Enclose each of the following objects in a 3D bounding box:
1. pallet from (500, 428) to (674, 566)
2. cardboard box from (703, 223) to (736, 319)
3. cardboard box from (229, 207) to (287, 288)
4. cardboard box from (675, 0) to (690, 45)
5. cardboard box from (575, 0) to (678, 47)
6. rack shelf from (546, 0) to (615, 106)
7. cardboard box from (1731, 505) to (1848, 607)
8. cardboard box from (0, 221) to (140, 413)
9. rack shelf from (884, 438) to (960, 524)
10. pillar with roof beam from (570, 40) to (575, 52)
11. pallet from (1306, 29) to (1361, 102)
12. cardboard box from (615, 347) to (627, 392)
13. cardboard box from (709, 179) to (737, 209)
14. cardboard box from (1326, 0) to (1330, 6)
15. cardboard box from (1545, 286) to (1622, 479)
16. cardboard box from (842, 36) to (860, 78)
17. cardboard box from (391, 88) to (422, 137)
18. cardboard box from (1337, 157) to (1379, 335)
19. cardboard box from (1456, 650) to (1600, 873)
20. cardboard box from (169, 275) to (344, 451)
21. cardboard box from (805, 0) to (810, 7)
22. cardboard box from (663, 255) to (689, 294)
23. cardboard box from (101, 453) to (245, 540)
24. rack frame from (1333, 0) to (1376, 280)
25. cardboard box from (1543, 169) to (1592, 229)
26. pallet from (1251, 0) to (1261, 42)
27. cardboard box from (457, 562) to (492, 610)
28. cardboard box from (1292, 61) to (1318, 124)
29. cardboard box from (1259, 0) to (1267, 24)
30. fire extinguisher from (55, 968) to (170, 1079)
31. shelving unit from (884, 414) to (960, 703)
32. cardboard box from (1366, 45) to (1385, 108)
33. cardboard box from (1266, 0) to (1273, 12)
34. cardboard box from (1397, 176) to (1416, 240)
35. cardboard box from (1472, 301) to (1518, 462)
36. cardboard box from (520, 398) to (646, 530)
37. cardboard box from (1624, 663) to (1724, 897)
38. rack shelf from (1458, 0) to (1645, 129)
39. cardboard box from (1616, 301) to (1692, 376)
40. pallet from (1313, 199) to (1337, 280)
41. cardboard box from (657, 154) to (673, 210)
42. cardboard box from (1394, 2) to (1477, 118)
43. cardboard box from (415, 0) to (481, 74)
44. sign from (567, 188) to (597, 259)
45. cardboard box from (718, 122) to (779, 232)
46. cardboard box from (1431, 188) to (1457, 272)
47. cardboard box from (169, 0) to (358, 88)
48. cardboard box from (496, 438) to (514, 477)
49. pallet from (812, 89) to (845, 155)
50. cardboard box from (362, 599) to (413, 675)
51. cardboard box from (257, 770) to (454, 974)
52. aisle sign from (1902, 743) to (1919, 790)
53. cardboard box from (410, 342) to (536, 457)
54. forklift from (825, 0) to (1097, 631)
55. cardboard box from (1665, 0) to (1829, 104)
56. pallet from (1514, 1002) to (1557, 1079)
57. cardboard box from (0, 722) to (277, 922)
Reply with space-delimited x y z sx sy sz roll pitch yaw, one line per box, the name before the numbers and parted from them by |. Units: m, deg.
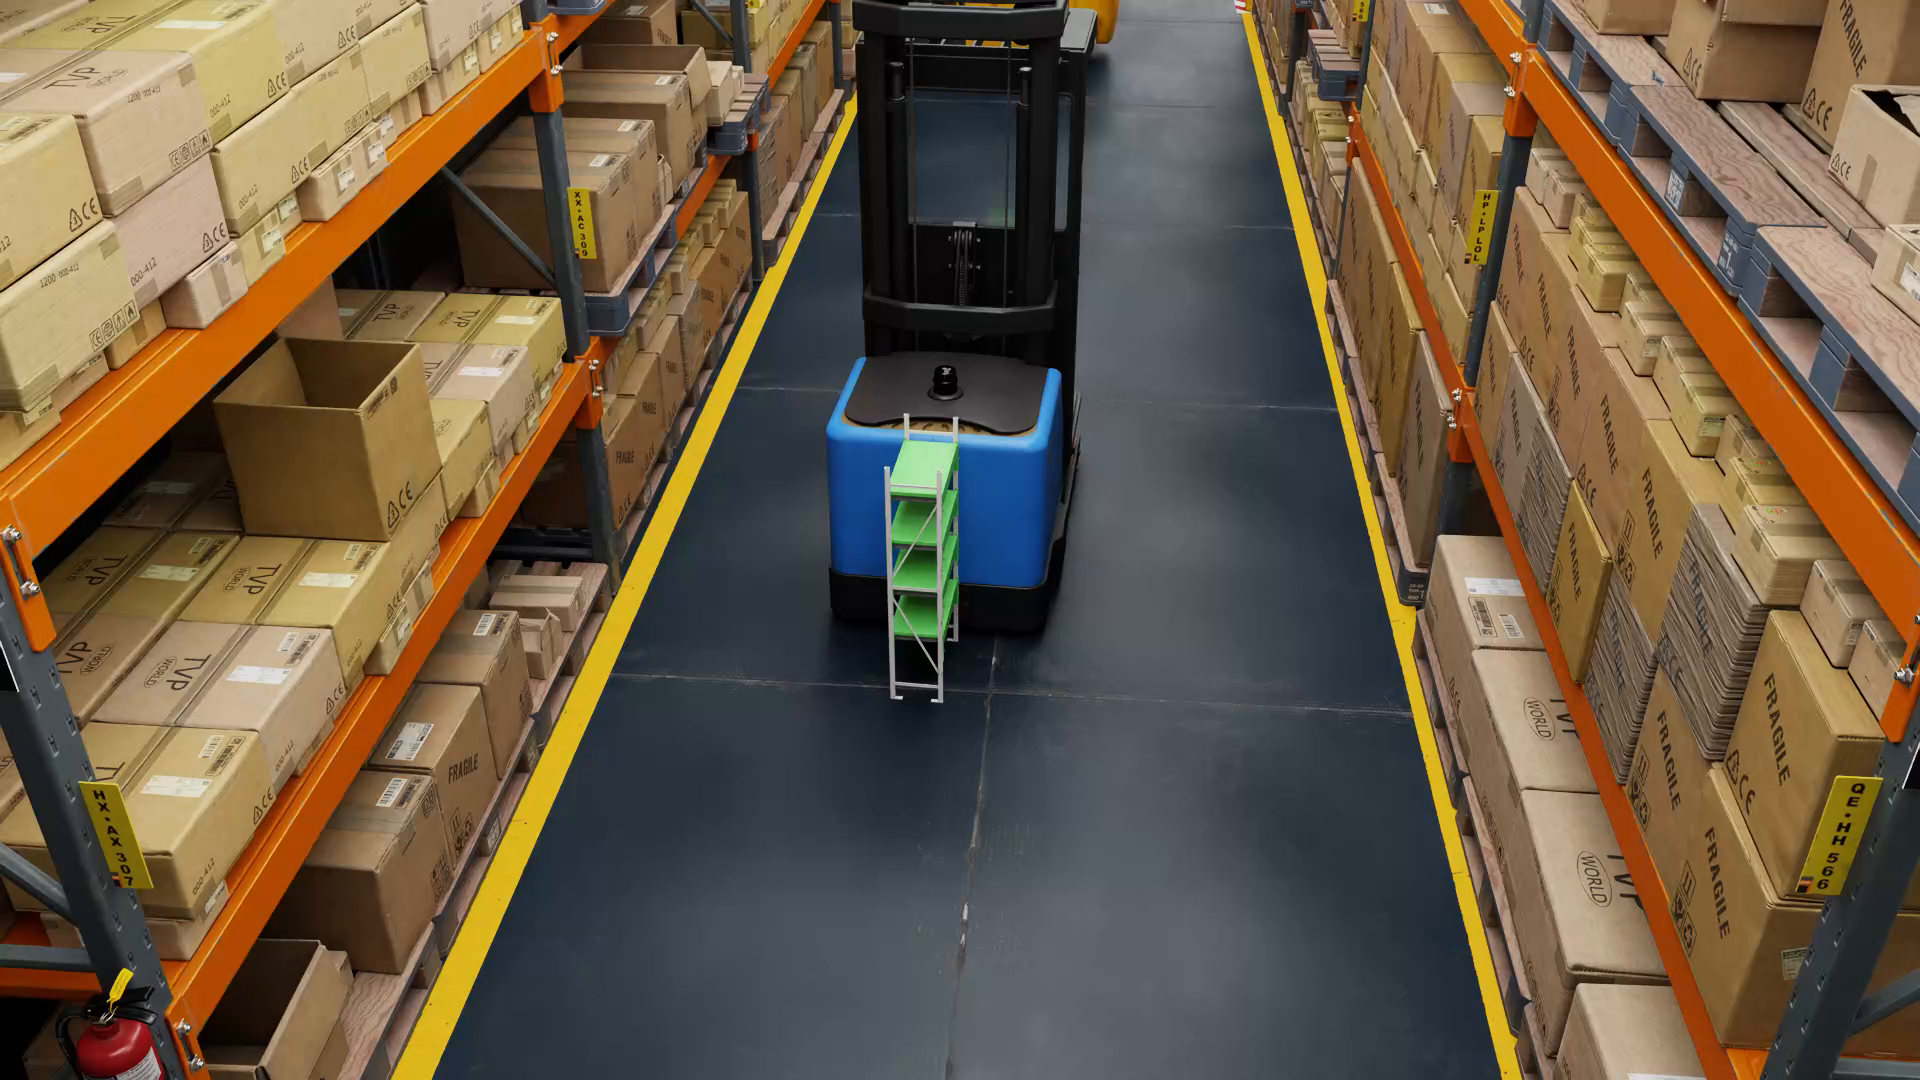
pallet | -2.182 -0.285 9.012 1.003 0.211 1.213 2 32 4
cardboard box | -1.757 -1.760 10.730 0.500 0.500 0.500 2 32 3
cardboard box | -2.109 -0.816 4.595 0.380 0.149 0.250 2 32 4
cardboard box | -2.126 -3.533 11.290 0.500 0.250 0.500 3 32 5
cardboard box | -2.083 -3.096 10.419 0.500 0.500 0.500 4 32 6
rack shelf | -2.048 -3.062 8.686 1.077 0.370 4.000 2 32 4
cardboard box | 2.174 0.043 4.154 0.380 0.149 0.250 2 32 4
cardboard box | -2.228 -0.514 3.726 0.500 0.250 0.500 2 32 3
rack shelf | -0.162 -0.264 7.241 0.258 0.148 0.480 4 32 7
pillar with roof beam | 1.613 -6.228 10.278 9.100 9.000 0.400 2 32 4
pallet | 3.014 -3.223 11.303 1.213 0.211 1.003 2 32 4
cardboard box | -1.961 -0.895 8.708 0.380 0.149 0.250 1 32 1
cardboard box | -1.673 -2.259 10.921 0.380 0.149 0.250 1 32 2
cardboard box | 2.902 -3.994 12.211 0.380 0.149 0.250 1 32 2
cardboard box | 2.356 -0.534 5.709 0.500 0.500 0.500 3 32 5
cardboard box | -1.190 -4.476 15.374 0.500 0.250 0.500 3 32 4
cardboard box | -2.075 -1.480 5.673 0.380 0.149 0.250 3 32 6
cardboard box | 2.923 -1.844 10.508 0.875 0.875 0.875 2 32 4
cardboard box | 2.506 0.868 6.524 0.875 0.438 0.875 2 32 3
cardboard box | -2.597 -0.660 6.107 0.500 0.500 0.500 2 32 3
cardboard box | -1.446 -4.369 13.123 0.500 0.250 0.500 3 32 4
cardboard box | -1.809 -1.567 9.797 0.380 0.149 0.250 1 32 2
cardboard box | -2.633 -0.070 5.865 0.500 0.250 0.500 2 32 4
rack frame | 3.062 -2.927 10.641 1.000 3.000 0.127 2 32 4
cardboard box | 2.447 -1.291 6.320 0.380 0.149 0.250 3 32 5
pallet | 3.606 -5.460 17.409 1.003 0.211 1.213 2 32 4
cardboard box | -2.500 0.256 7.639 0.500 0.311 0.500 4 32 6
cardboard box | 3.348 -3.805 14.169 0.950 0.372 0.625 3 32 5
cardboard box | 3.323 -5.442 16.942 0.500 0.250 0.500 4 32 6
fire extinguisher | -2.088 1.334 4.155 0.296 0.674 0.183 2 32 4
shelving unit | -0.162 0.090 7.460 0.258 1.200 0.503 4 32 7
cardboard box | 2.775 -2.822 10.136 0.500 0.250 0.500 2 32 4
cardboard box | 3.284 -5.480 16.289 0.500 0.500 0.500 3 32 5
cardboard box | 2.662 -1.817 8.982 0.500 0.250 0.500 2 32 4
cardboard box | 2.437 -0.644 6.841 0.500 0.500 0.500 3 32 6
cardboard box | -1.947 -0.404 8.528 0.500 0.500 0.500 4 32 6
cardboard box | 2.242 0.688 4.679 0.500 0.500 0.500 2 32 3
rack shelf | 2.899 -2.852 8.346 1.077 0.370 4.000 2 32 4
cardboard box | 2.310 -0.630 5.247 0.380 0.149 0.250 3 32 4
pallet | 3.127 -2.149 12.035 1.003 0.211 1.213 2 32 4
cardboard box | -1.715 -1.877 8.665 0.396 0.266 0.258 4 32 6
cardboard box | 2.690 -2.618 9.091 0.500 0.500 0.500 3 32 5
cardboard box | -2.032 -1.850 5.894 0.500 0.250 0.500 1 32 2
sign | -1.669 -1.395 7.330 0.100 0.325 0.005 2 32 4
cardboard box | -1.821 -2.631 12.023 0.875 0.625 0.625 3 32 6
cardboard box | 2.564 -1.487 7.971 0.500 0.250 0.500 3 32 5
cardboard box | -2.131 -1.523 4.887 0.500 0.250 0.500 3 32 5
cardboard box | -2.030 -0.351 6.700 0.380 0.149 0.250 3 32 5
pallet | -1.581 -3.655 14.479 1.003 0.211 1.213 2 32 4
cardboard box | -2.082 0.321 5.609 0.380 0.149 0.250 2 32 3
cardboard box | -2.284 1.170 5.974 0.700 0.500 0.500 4 32 6
aisle sign | 2.096 0.174 3.131 0.394 0.787 0.004 2 32 4
cardboard box | -2.035 -0.569 6.674 0.500 0.250 0.500 3 32 4
forklift | 0.087 -1.571 8.506 1.130 2.935 3.031 4 32 7
cardboard box | 2.659 -1.671 5.150 0.797 0.503 0.637 5 32 8
pallet | 2.398 2.022 5.268 1.003 0.211 1.213 2 32 4
cardboard box | -2.231 0.757 4.521 0.500 0.250 0.500 3 32 4
